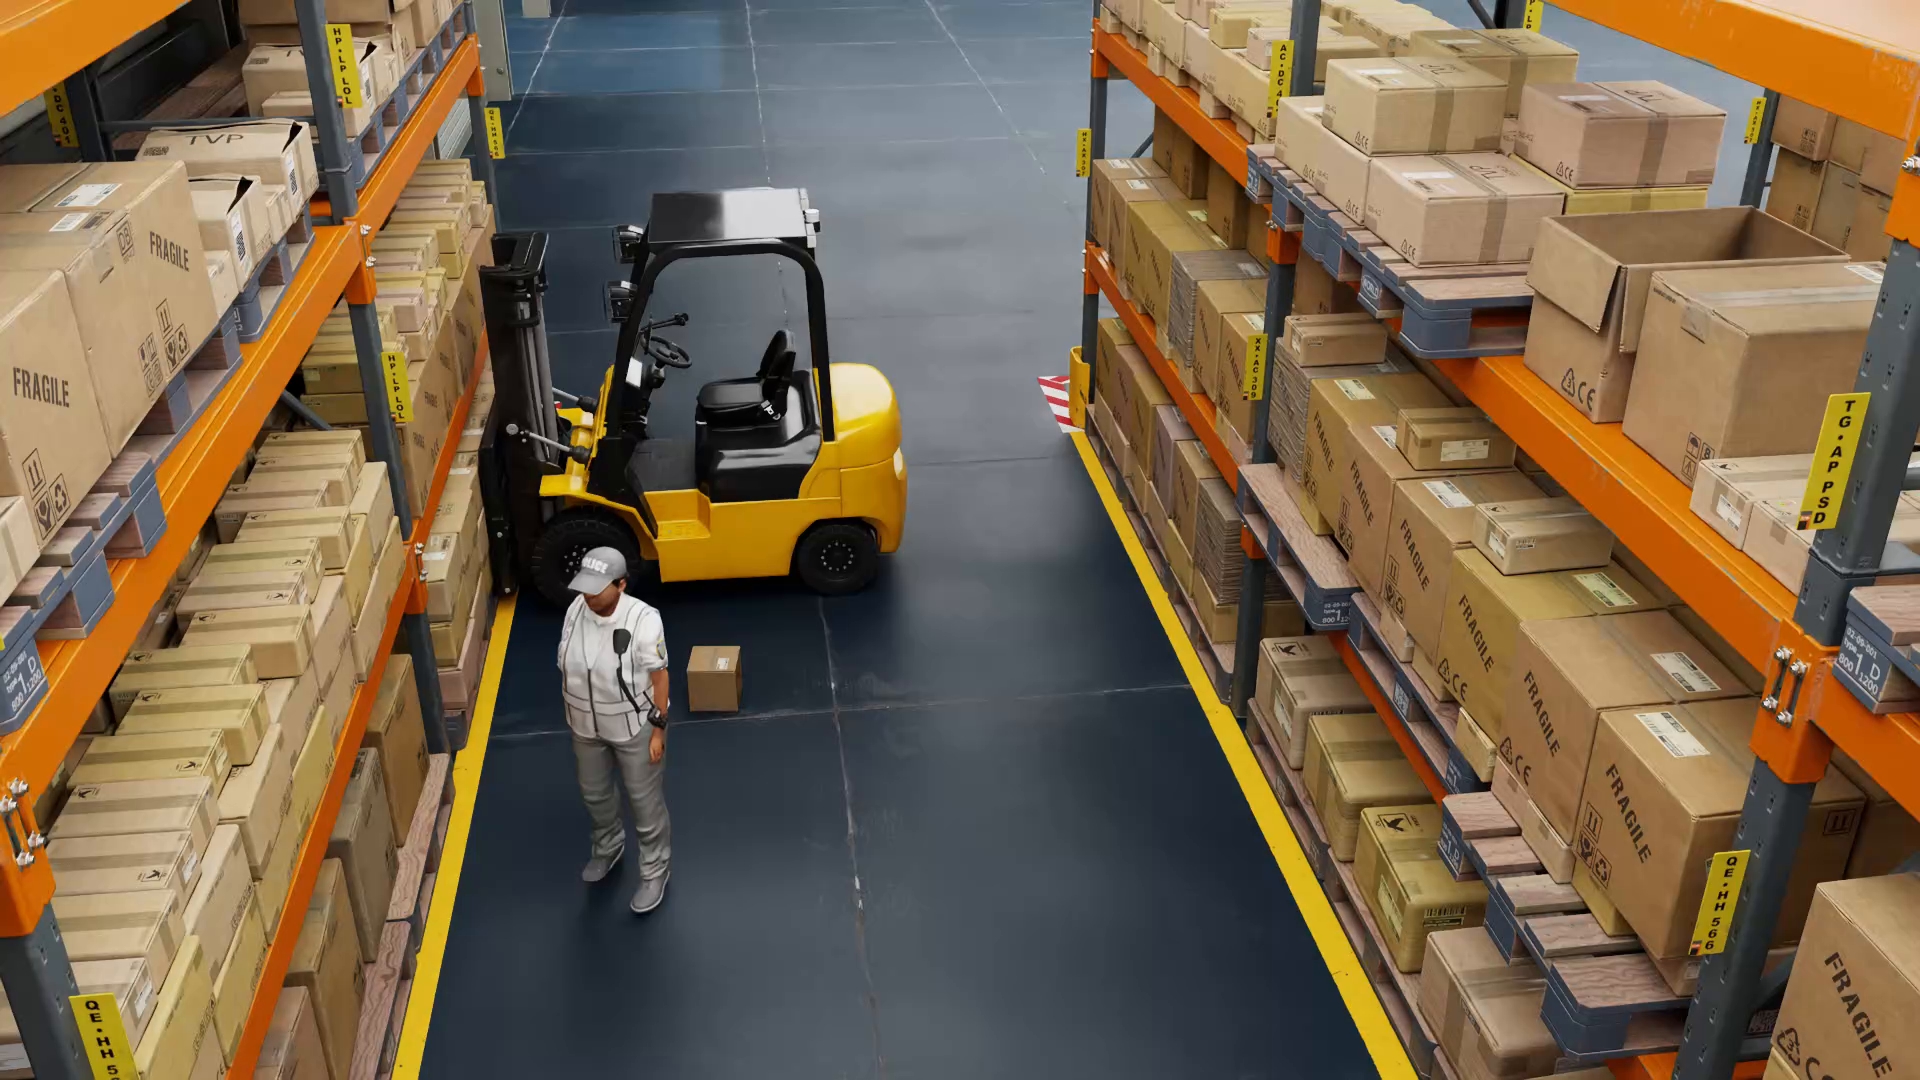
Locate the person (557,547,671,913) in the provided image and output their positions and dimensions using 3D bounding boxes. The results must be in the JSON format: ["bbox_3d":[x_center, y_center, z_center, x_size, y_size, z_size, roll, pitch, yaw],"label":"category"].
[{"bbox_3d":[-1.473,0.817,7.091,0.500,1.729,0.410,8,28,14],"label":"person"}]
